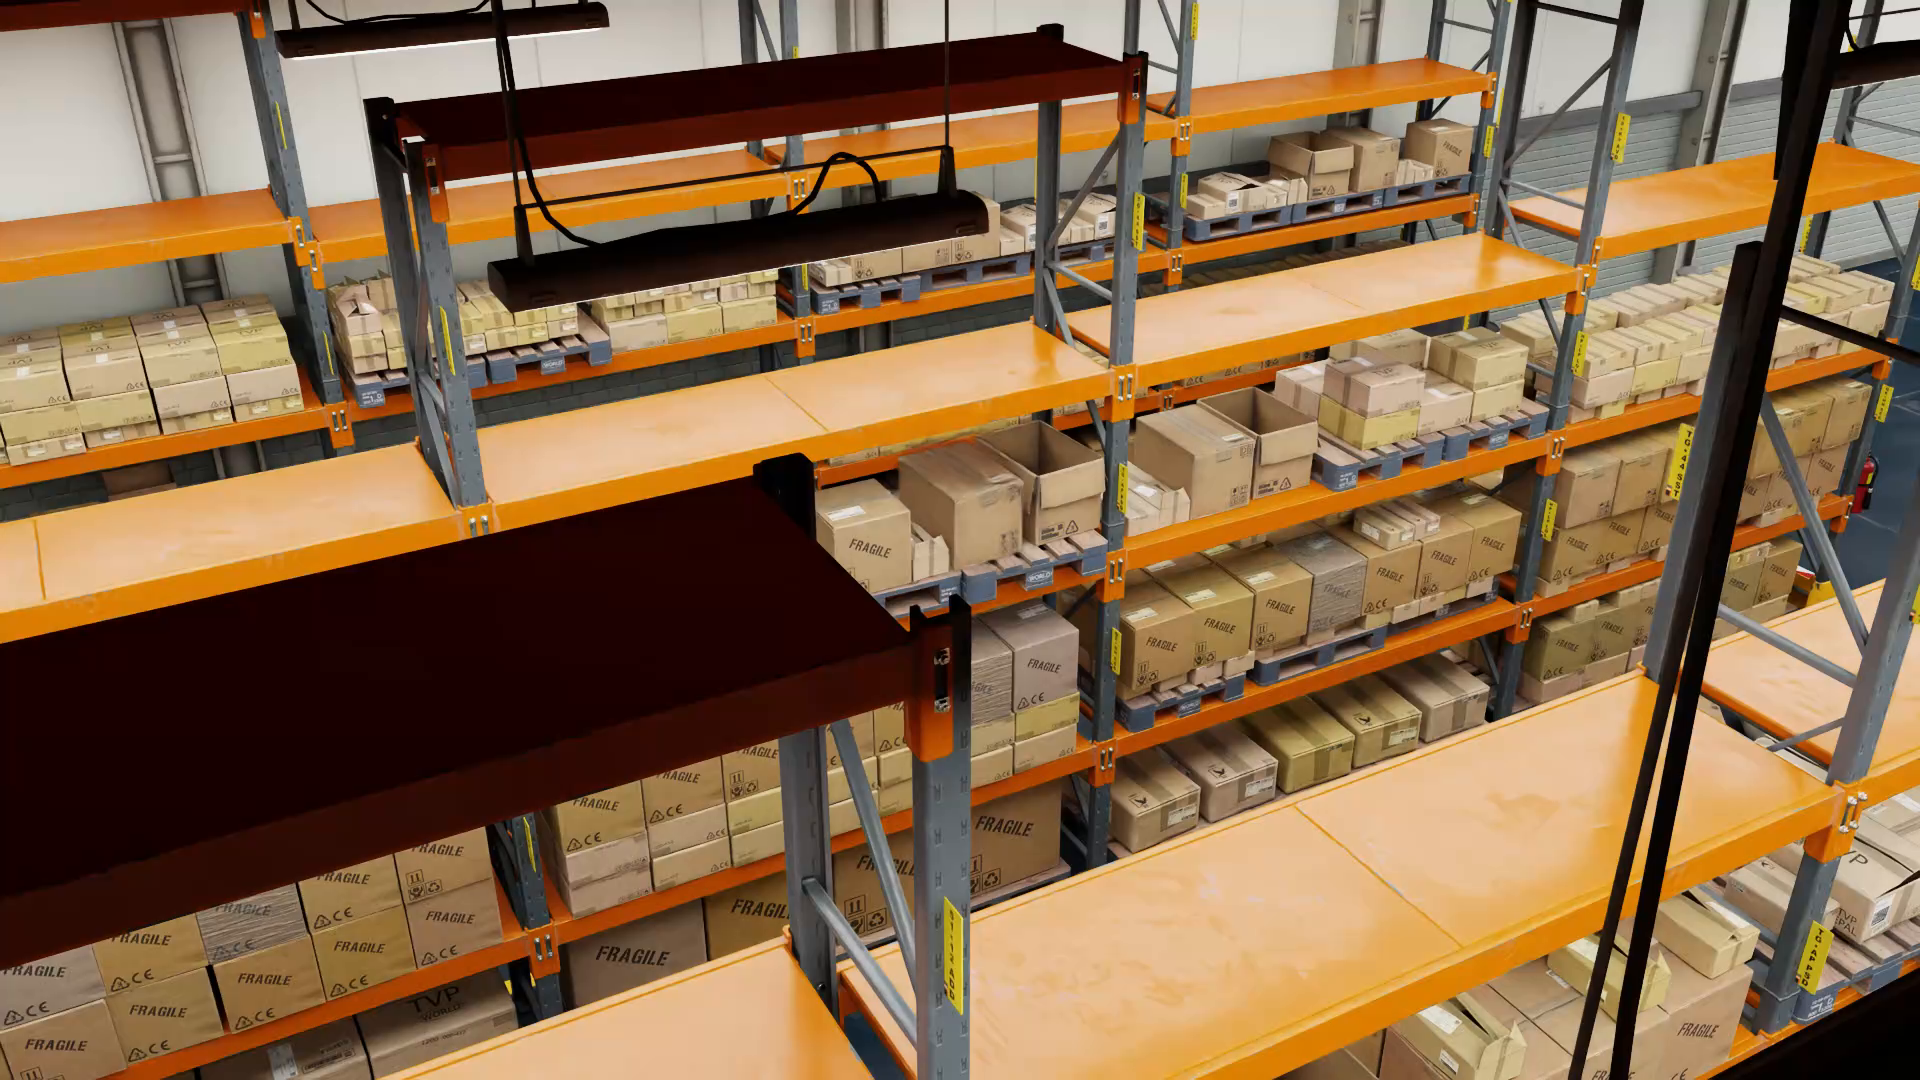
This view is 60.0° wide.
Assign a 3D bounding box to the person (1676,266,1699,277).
[{"bbox_3d":[8.588,-2.491,19.886,0.908,1.639,0.491,-2,28,-4],"label":"person"}]
